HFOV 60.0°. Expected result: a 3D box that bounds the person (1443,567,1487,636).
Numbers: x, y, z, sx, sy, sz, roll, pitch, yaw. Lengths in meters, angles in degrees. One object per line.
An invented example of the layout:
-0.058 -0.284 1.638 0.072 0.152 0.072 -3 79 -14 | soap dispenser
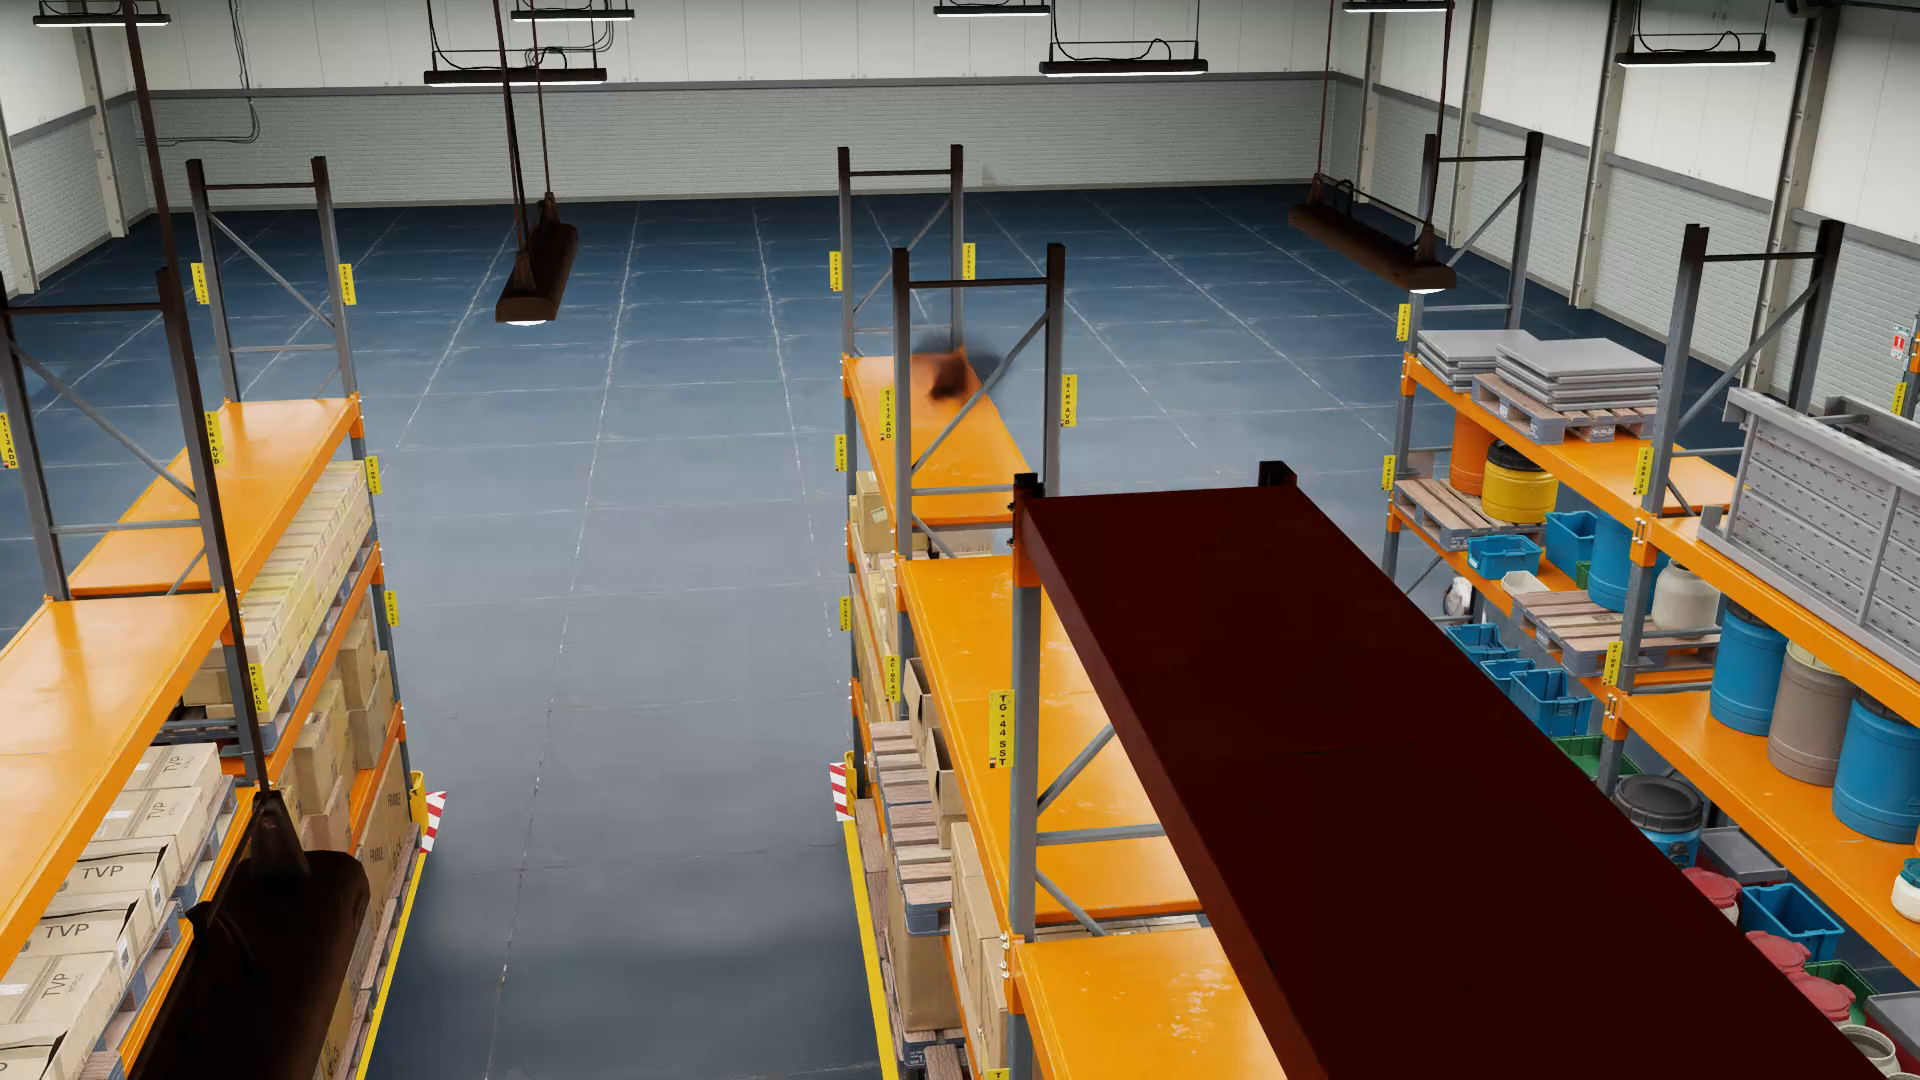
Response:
5.207 0.901 17.102 0.615 1.682 0.872 -15 26 -34 | person
